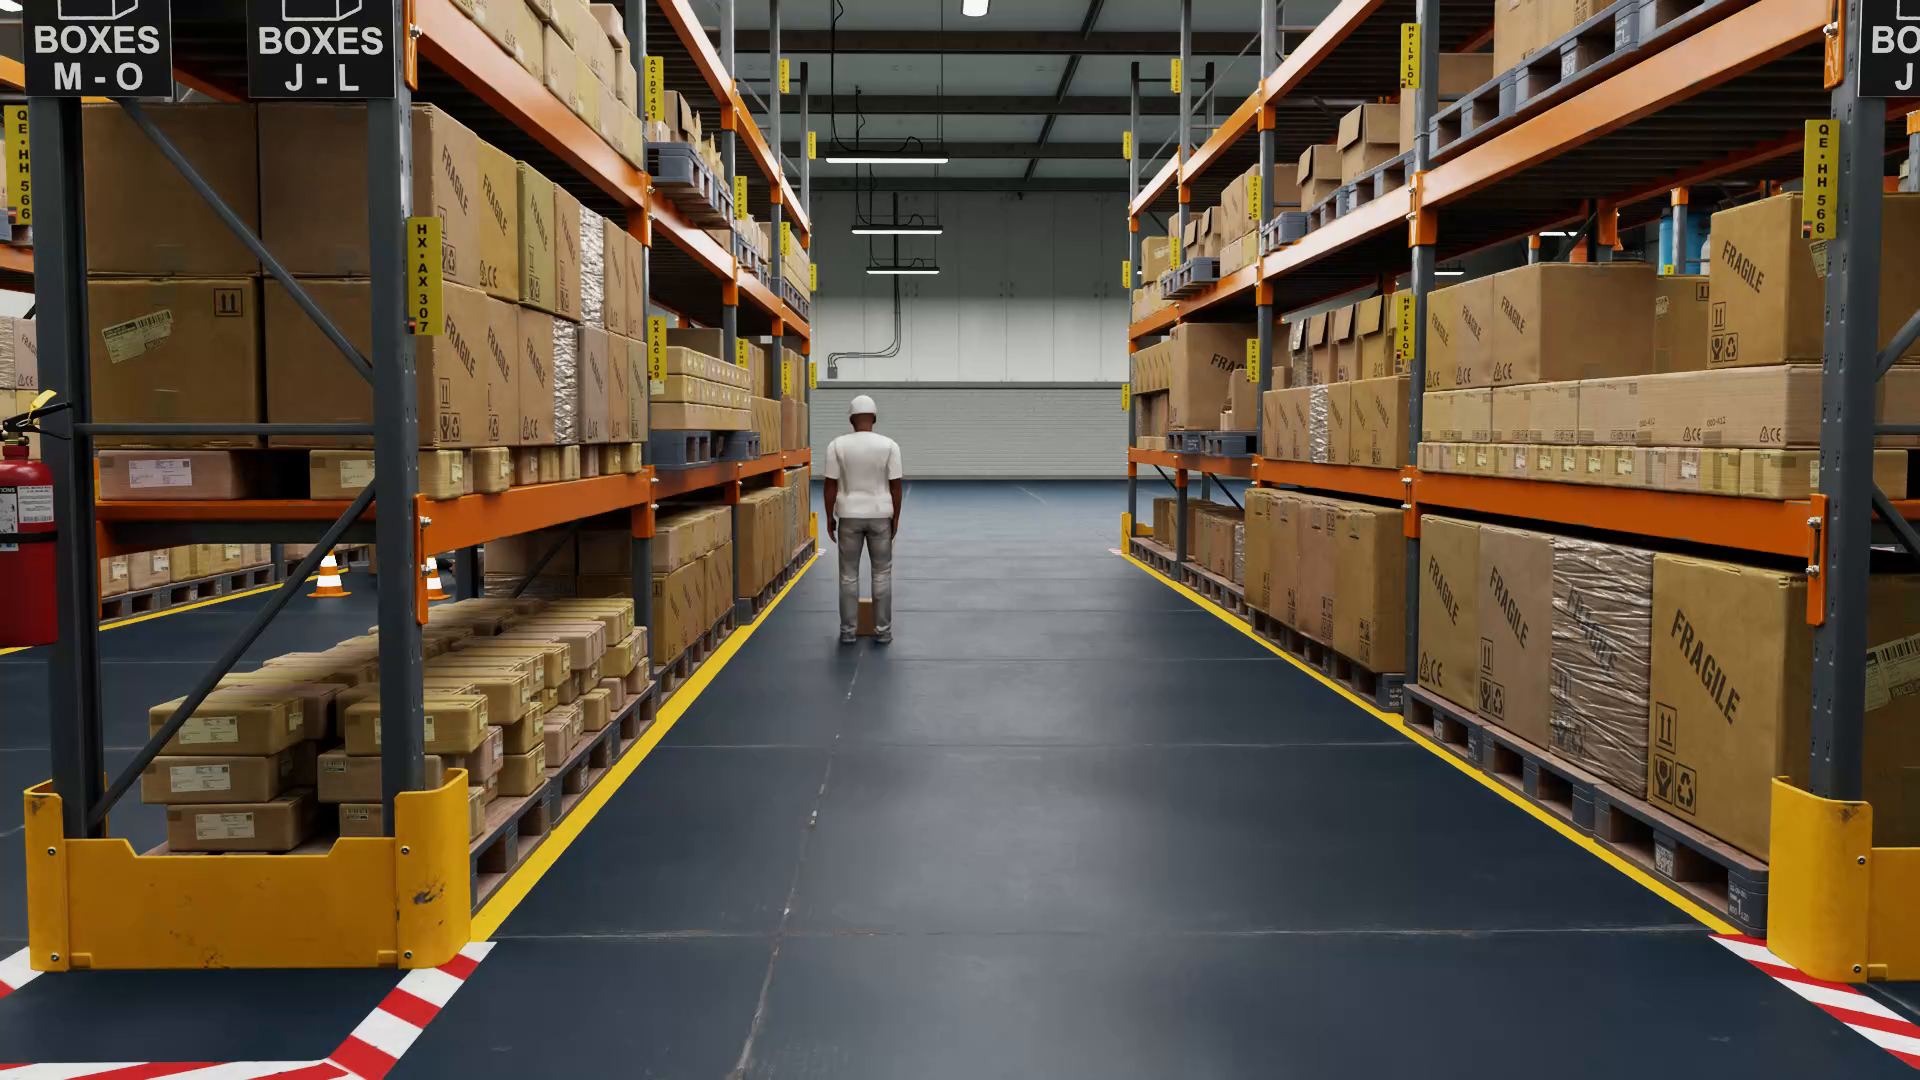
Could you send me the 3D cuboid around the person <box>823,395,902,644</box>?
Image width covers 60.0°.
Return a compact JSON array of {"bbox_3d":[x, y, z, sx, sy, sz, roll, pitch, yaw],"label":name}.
[{"bbox_3d":[-0.692,-0.151,11.891,0.564,1.763,0.360,0,4,-1],"label":"person"}]
